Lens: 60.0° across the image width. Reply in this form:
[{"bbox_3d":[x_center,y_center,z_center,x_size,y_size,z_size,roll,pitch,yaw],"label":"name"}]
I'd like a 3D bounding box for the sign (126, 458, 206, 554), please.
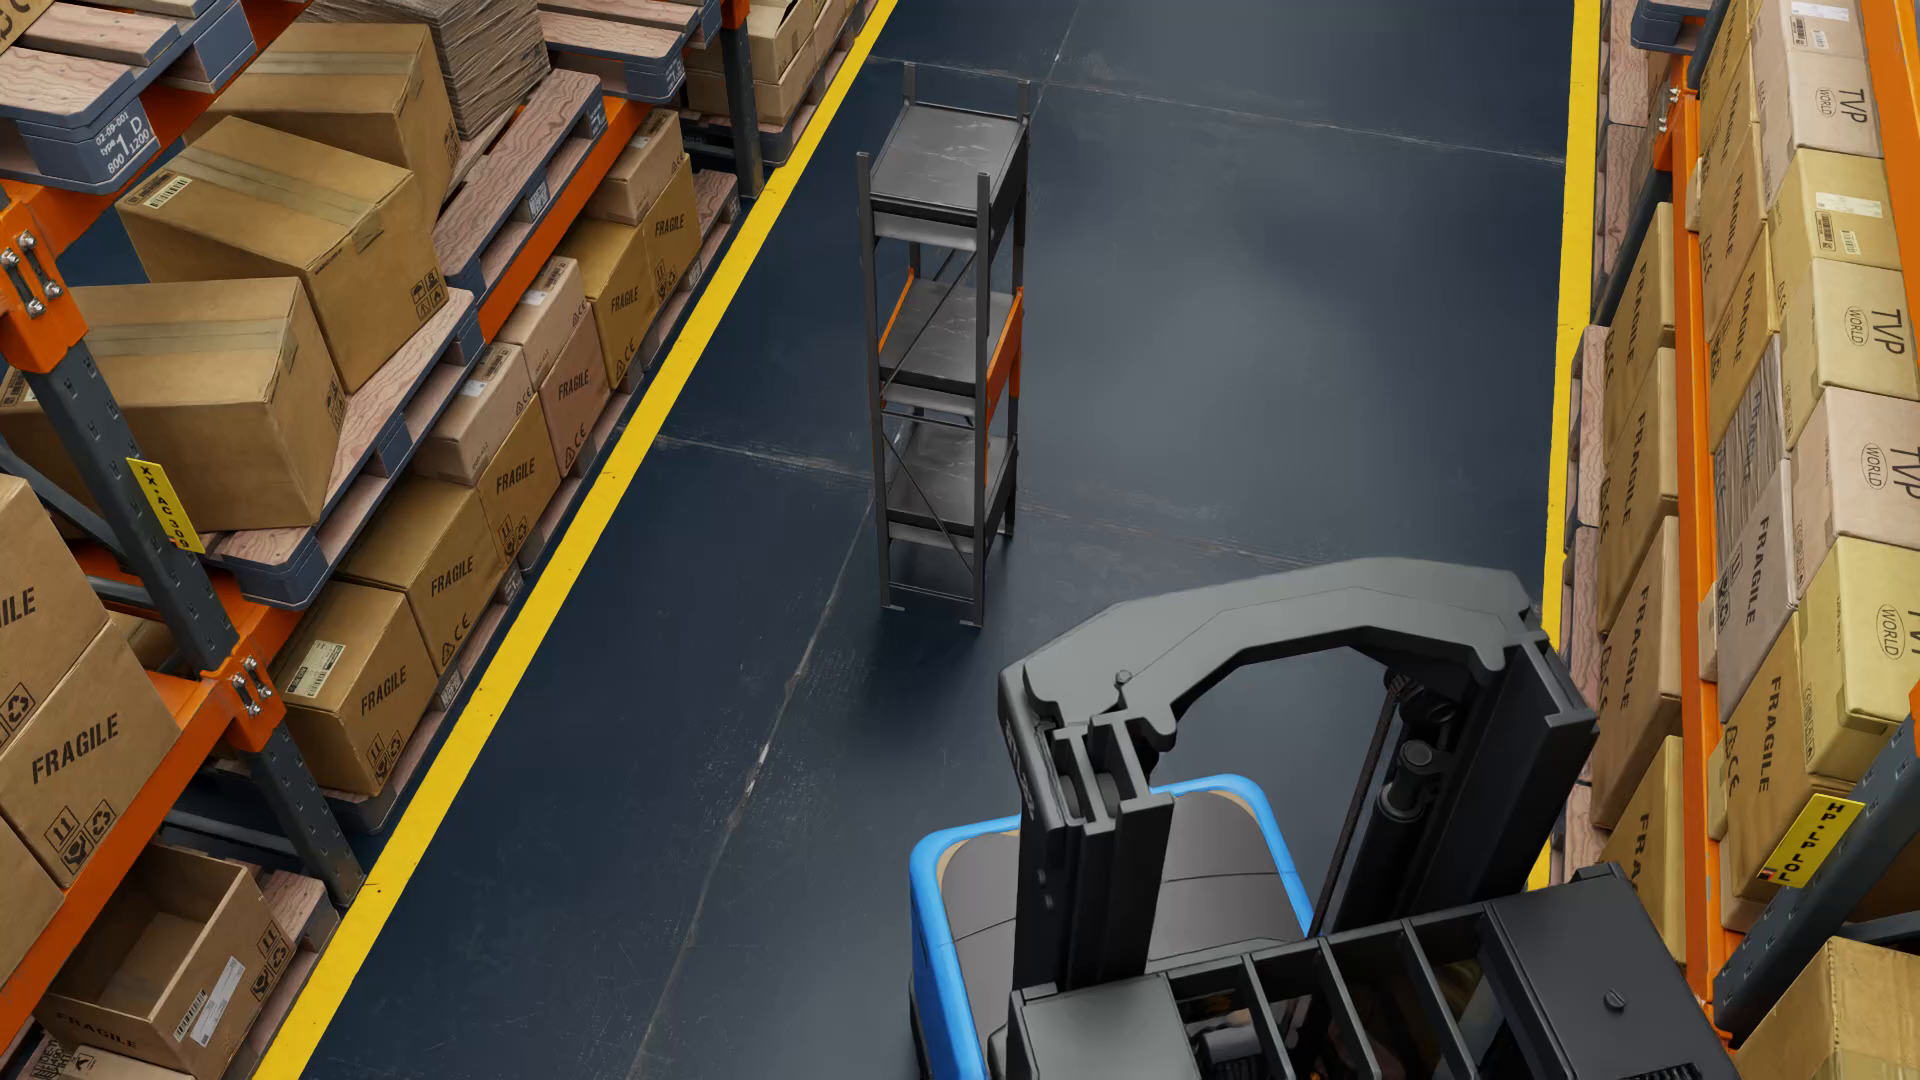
[{"bbox_3d":[-1.989,-0.083,4.164,0.100,0.325,0.005,12,50,10],"label":"sign"}]

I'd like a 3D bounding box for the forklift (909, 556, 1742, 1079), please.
[{"bbox_3d":[0.676,1.545,3.350,1.130,2.935,3.031,-10,49,-9],"label":"forklift"}]

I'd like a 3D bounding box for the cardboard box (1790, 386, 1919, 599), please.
[{"bbox_3d":[2.286,-0.066,3.948,0.500,0.250,0.500,13,50,11],"label":"cardboard box"}]

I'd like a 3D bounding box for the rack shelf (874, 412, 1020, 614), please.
[{"bbox_3d":[-0.044,-0.103,6.311,0.431,0.518,0.480,12,50,10],"label":"rack shelf"}]

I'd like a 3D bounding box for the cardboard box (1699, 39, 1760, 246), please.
[{"bbox_3d":[2.797,-1.277,5.517,0.500,0.500,0.500,13,50,11],"label":"cardboard box"}]

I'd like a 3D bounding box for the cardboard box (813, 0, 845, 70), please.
[{"bbox_3d":[-0.909,-2.705,8.610,0.500,0.250,0.500,10,49,9],"label":"cardboard box"}]

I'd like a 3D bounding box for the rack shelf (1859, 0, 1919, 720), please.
[{"bbox_3d":[2.792,-1.125,4.140,1.077,0.370,4.000,12,50,10],"label":"rack shelf"}]

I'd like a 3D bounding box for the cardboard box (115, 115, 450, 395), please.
[{"bbox_3d":[-2.054,-0.879,5.097,0.700,0.500,0.500,19,51,16],"label":"cardboard box"}]

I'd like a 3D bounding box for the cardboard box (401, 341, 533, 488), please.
[{"bbox_3d":[-1.889,-0.490,5.974,0.500,0.250,0.500,12,50,10],"label":"cardboard box"}]

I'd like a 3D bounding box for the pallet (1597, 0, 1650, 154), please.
[{"bbox_3d":[3.849,-2.339,8.592,1.003,0.211,1.213,12,50,10],"label":"pallet"}]

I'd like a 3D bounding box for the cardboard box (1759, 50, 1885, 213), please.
[{"bbox_3d":[2.682,-1.174,4.926,0.500,0.250,0.500,12,50,10],"label":"cardboard box"}]

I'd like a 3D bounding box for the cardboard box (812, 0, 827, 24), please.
[{"bbox_3d":[-0.910,-2.909,8.415,0.500,0.311,0.500,10,49,9],"label":"cardboard box"}]

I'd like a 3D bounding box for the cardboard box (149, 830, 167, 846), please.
[{"bbox_3d":[-2.833,1.107,5.191,0.500,0.311,0.500,12,50,10],"label":"cardboard box"}]

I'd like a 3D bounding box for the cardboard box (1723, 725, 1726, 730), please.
[{"bbox_3d":[2.237,0.487,4.393,0.380,0.149,0.250,13,50,11],"label":"cardboard box"}]

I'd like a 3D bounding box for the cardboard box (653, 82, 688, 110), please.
[{"bbox_3d":[-1.558,-2.449,8.384,0.500,0.250,0.500,13,50,11],"label":"cardboard box"}]

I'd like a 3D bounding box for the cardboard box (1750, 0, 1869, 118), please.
[{"bbox_3d":[2.810,-1.537,5.246,0.500,0.250,0.500,11,49,10],"label":"cardboard box"}]

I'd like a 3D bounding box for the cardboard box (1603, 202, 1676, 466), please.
[{"bbox_3d":[2.998,-0.738,6.474,0.750,0.750,0.750,11,49,10],"label":"cardboard box"}]

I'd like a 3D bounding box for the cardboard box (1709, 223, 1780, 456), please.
[{"bbox_3d":[2.536,-0.540,4.866,0.500,0.500,0.500,13,50,11],"label":"cardboard box"}]

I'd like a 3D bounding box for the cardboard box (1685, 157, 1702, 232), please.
[{"bbox_3d":[2.782,-1.192,5.874,0.380,0.149,0.250,13,50,11],"label":"cardboard box"}]

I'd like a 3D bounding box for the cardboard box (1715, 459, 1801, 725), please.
[{"bbox_3d":[2.269,0.184,4.228,0.500,0.500,0.500,12,50,10],"label":"cardboard box"}]

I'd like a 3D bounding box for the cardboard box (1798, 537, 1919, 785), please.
[{"bbox_3d":[2.142,0.302,3.623,0.500,0.250,0.500,13,50,11],"label":"cardboard box"}]

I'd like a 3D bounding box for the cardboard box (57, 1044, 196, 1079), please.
[{"bbox_3d":[-2.431,1.651,4.819,0.380,0.149,0.250,12,50,10],"label":"cardboard box"}]

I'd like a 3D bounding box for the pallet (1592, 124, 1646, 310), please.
[{"bbox_3d":[3.526,-1.459,7.816,1.003,0.211,1.213,12,50,10],"label":"pallet"}]

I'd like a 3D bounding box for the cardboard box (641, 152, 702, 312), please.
[{"bbox_3d":[-1.481,-1.387,7.266,0.500,0.500,0.500,13,50,12],"label":"cardboard box"}]

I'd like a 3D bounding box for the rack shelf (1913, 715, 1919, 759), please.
[{"bbox_3d":[1.739,1.769,1.586,1.077,0.370,4.000,12,50,10],"label":"rack shelf"}]

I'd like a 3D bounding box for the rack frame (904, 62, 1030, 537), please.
[{"bbox_3d":[0.021,-0.752,5.932,0.400,2.100,0.015,12,50,10],"label":"rack frame"}]

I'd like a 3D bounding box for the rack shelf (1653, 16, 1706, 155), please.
[{"bbox_3d":[3.845,-3.025,7.818,1.077,0.370,4.000,12,50,10],"label":"rack shelf"}]

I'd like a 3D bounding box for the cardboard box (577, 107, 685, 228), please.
[{"bbox_3d":[-1.492,-1.594,6.948,0.500,0.250,0.500,13,50,11],"label":"cardboard box"}]

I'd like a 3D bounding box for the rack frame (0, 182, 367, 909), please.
[{"bbox_3d":[-2.514,0.102,4.578,1.000,3.000,0.127,12,50,10],"label":"rack frame"}]

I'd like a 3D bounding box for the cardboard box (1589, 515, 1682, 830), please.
[{"bbox_3d":[2.543,0.510,5.372,0.750,0.750,0.750,13,50,11],"label":"cardboard box"}]

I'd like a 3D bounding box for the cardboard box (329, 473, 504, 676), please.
[{"bbox_3d":[-2.022,0.093,5.959,0.500,0.500,0.500,12,50,11],"label":"cardboard box"}]

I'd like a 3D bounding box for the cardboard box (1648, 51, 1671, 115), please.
[{"bbox_3d":[3.809,-2.381,8.143,0.700,0.500,0.500,11,50,10],"label":"cardboard box"}]

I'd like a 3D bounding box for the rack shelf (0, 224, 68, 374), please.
[{"bbox_3d":[-3.041,0.794,2.447,1.077,0.370,4.000,12,50,10],"label":"rack shelf"}]

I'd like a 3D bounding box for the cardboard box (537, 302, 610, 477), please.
[{"bbox_3d":[-1.750,-0.632,6.600,0.500,0.500,0.500,10,49,9],"label":"cardboard box"}]

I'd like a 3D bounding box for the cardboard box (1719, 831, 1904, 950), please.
[{"bbox_3d":[2.082,0.853,4.070,0.380,0.149,0.250,12,50,10],"label":"cardboard box"}]

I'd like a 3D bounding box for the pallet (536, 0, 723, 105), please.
[{"bbox_3d":[-1.572,-2.224,6.759,1.213,0.211,1.003,12,50,10],"label":"pallet"}]

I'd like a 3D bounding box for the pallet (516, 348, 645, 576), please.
[{"bbox_3d":[-2.017,-0.457,6.931,1.003,0.211,1.213,12,50,10],"label":"pallet"}]

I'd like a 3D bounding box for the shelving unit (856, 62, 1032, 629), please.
[{"bbox_3d":[-0.044,-0.575,5.776,0.431,2.100,0.503,12,50,10],"label":"shelving unit"}]

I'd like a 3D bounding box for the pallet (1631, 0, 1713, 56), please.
[{"bbox_3d":[3.403,-2.290,6.817,1.213,0.211,1.003,12,50,10],"label":"pallet"}]

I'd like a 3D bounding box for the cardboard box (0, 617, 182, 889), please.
[{"bbox_3d":[-2.398,0.481,4.177,0.500,0.500,0.500,12,50,11],"label":"cardboard box"}]

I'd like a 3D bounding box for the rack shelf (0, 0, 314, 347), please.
[{"bbox_3d":[-1.988,-2.099,5.000,1.077,0.370,4.000,12,50,10],"label":"rack shelf"}]

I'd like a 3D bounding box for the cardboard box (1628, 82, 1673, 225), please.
[{"bbox_3d":[3.458,-1.666,7.513,0.700,0.500,0.500,12,50,11],"label":"cardboard box"}]

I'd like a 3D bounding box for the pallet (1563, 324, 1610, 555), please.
[{"bbox_3d":[3.038,-0.339,6.827,1.003,0.211,1.213,12,50,10],"label":"pallet"}]

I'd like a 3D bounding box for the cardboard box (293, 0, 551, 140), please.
[{"bbox_3d":[-1.943,-1.862,5.965,0.700,0.500,0.500,20,52,17],"label":"cardboard box"}]

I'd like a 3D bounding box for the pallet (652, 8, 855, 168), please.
[{"bbox_3d":[-1.207,-2.457,8.696,1.003,0.211,1.213,12,50,10],"label":"pallet"}]

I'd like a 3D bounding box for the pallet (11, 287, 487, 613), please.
[{"bbox_3d":[-2.199,-0.391,5.142,1.003,0.211,1.213,12,50,10],"label":"pallet"}]

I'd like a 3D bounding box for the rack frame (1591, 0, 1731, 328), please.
[{"bbox_3d":[3.319,-1.817,6.272,1.000,3.000,0.127,12,50,10],"label":"rack frame"}]
